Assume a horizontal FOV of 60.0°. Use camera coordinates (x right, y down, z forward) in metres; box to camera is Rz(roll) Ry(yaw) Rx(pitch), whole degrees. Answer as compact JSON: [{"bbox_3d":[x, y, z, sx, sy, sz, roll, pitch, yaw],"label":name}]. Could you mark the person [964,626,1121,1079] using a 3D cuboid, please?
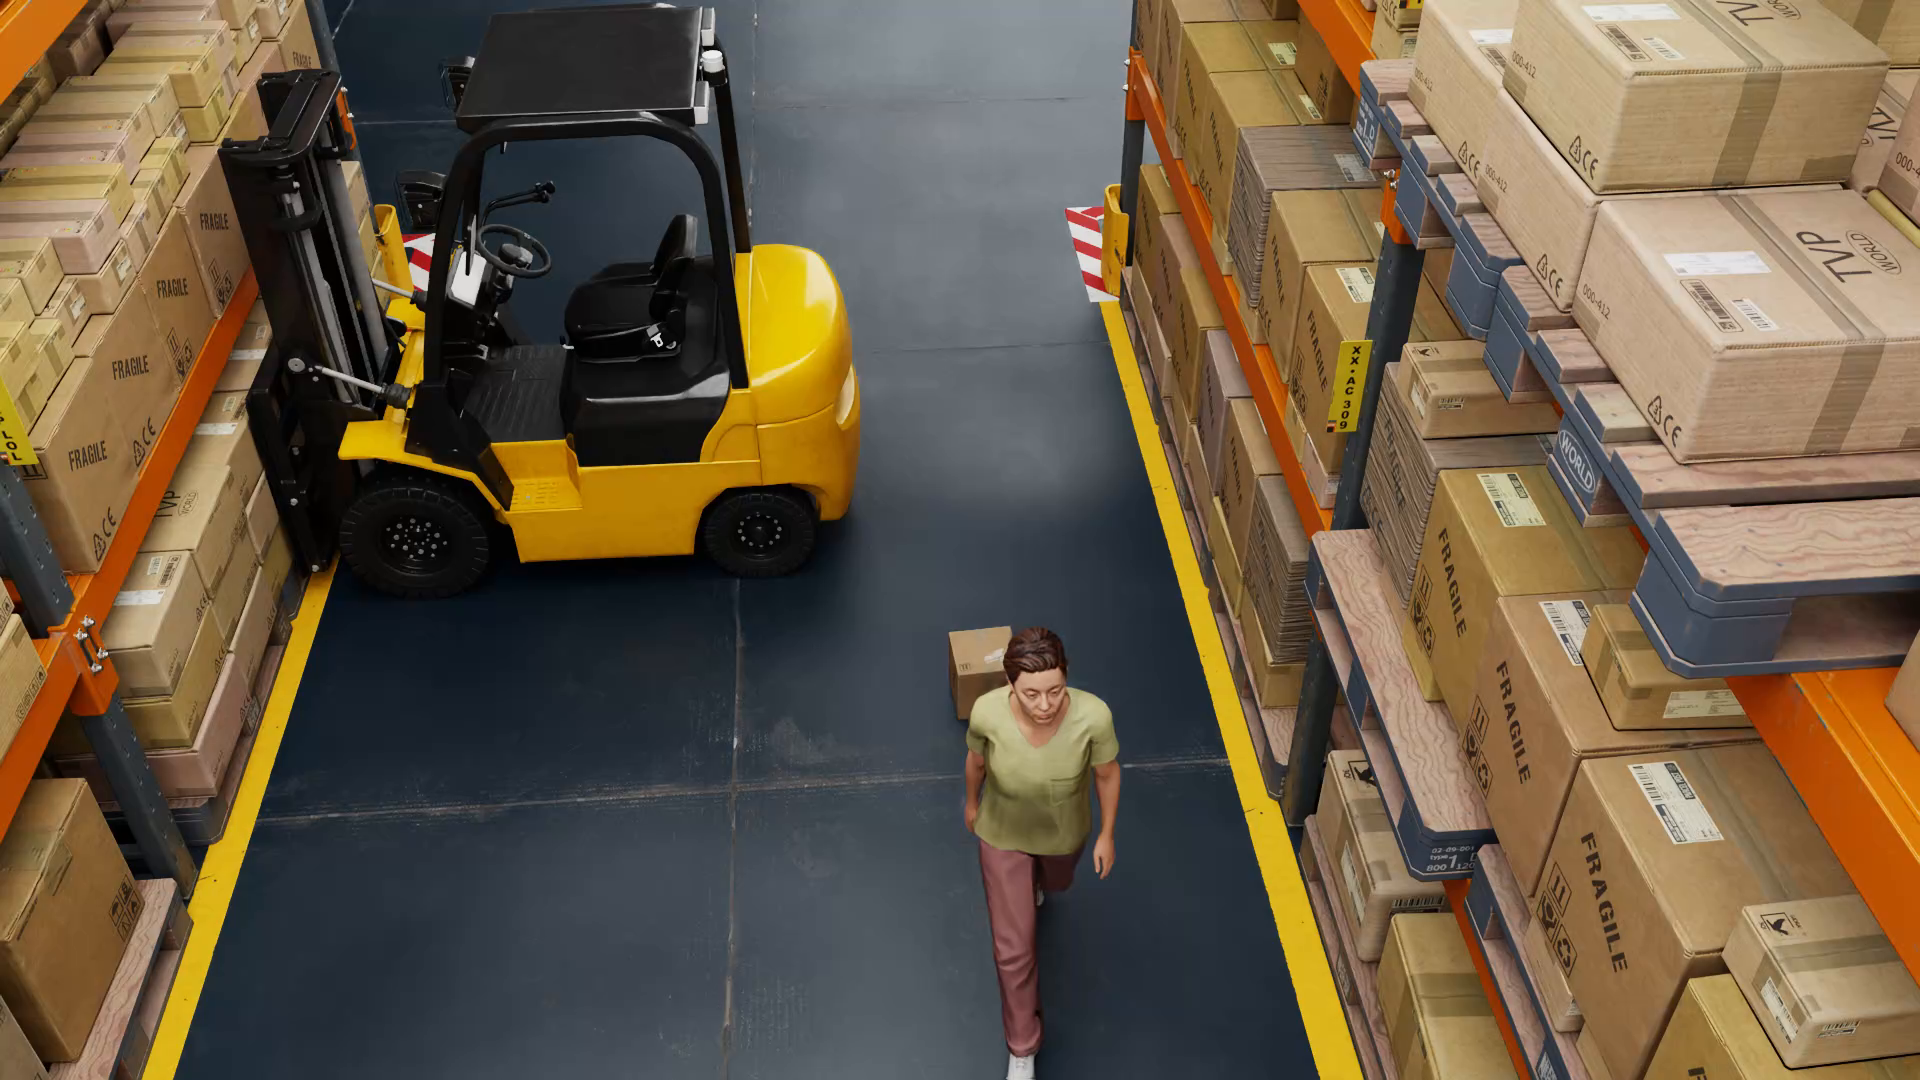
[{"bbox_3d":[0.246,0.853,5.123,0.458,1.624,1.013,-2,39,-3],"label":"person"}]
